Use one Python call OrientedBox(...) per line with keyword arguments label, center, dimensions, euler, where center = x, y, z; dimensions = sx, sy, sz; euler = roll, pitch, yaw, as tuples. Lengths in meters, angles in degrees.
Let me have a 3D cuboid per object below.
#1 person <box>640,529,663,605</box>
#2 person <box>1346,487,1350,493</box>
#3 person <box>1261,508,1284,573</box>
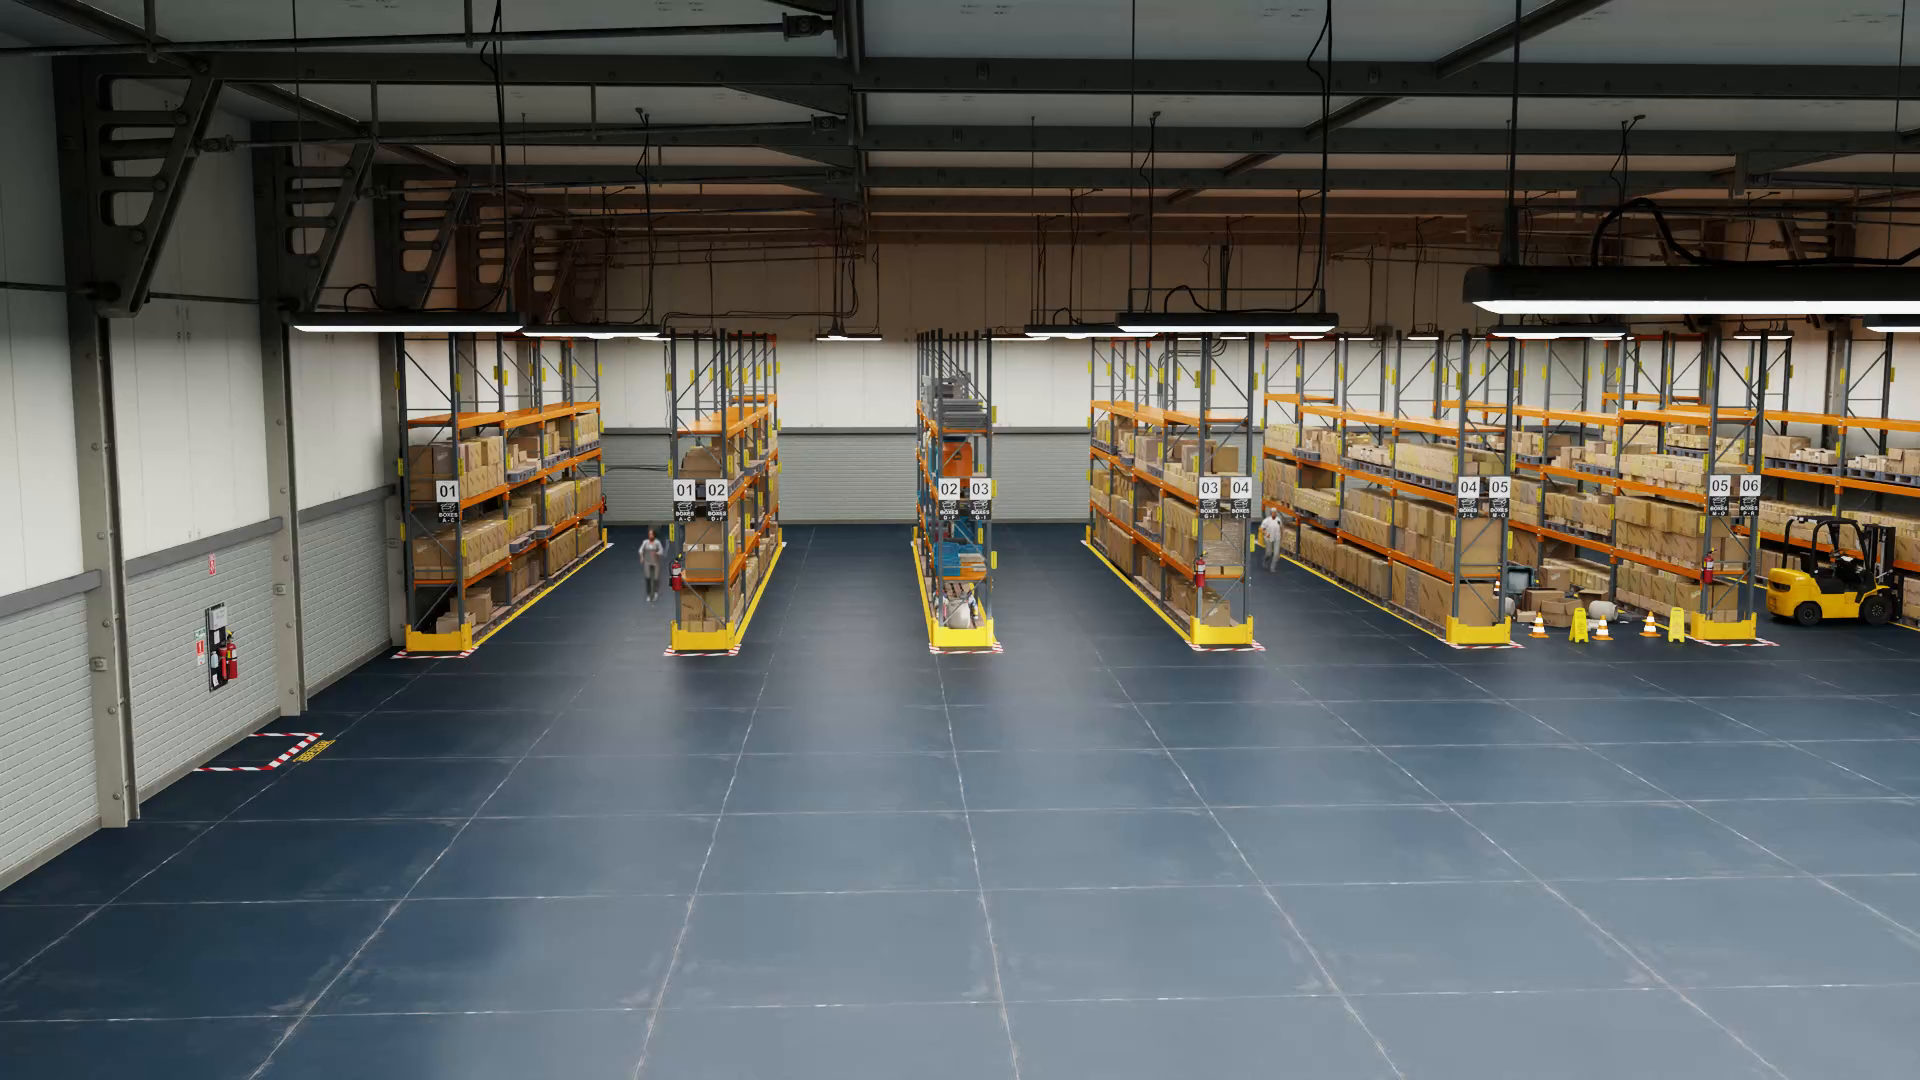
OrientedBox(label="person", center=(-6.838, 0.584, 36.886), dimensions=(0.509, 1.648, 0.728), euler=(-1, 7, -8))
OrientedBox(label="person", center=(11.042, -0.691, 47.383), dimensions=(0.628, 1.655, 0.538), euler=(-4, 8, -30))
OrientedBox(label="person", center=(7.854, -0.003, 41.797), dimensions=(0.595, 1.622, 0.560), euler=(-1, 7, -6))
